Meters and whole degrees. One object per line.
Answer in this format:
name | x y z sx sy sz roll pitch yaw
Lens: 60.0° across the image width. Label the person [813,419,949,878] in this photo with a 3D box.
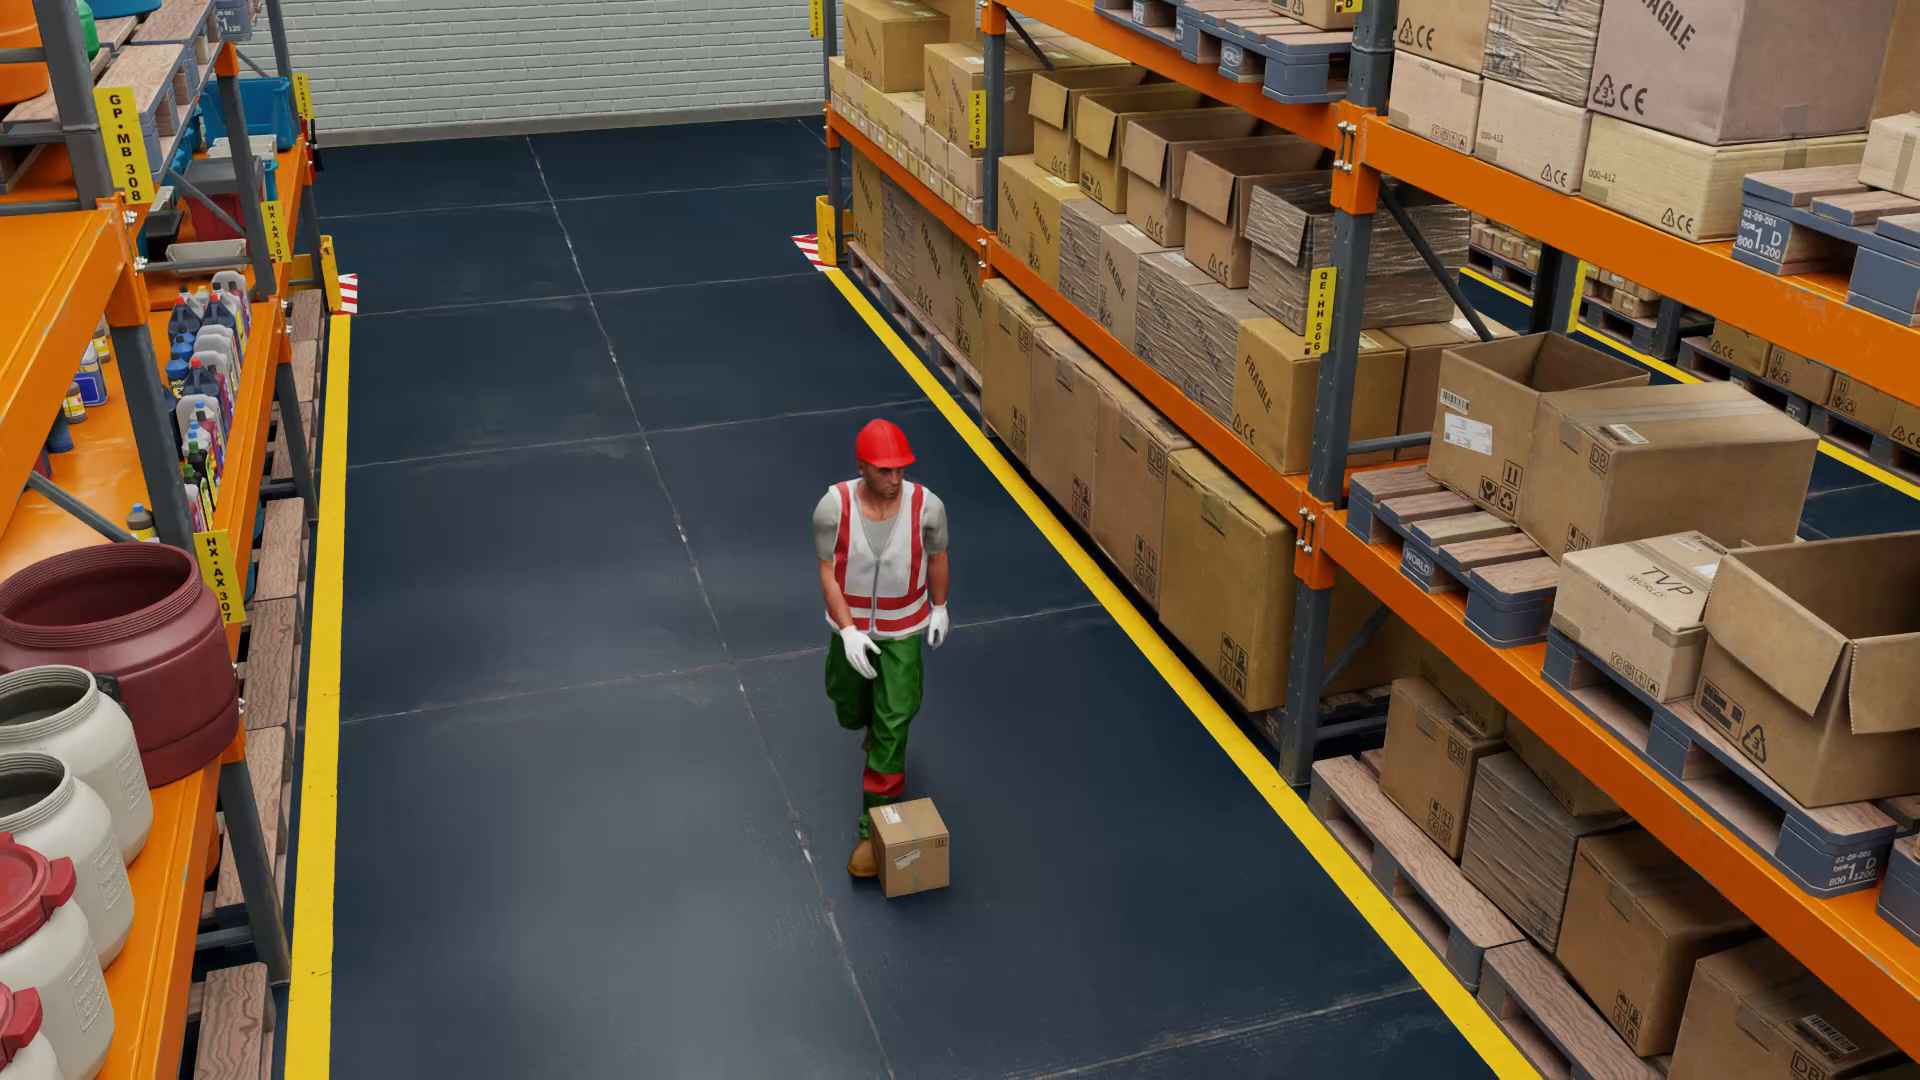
person | -0.316 0.356 6.462 0.506 1.712 1.071 2 26 5
